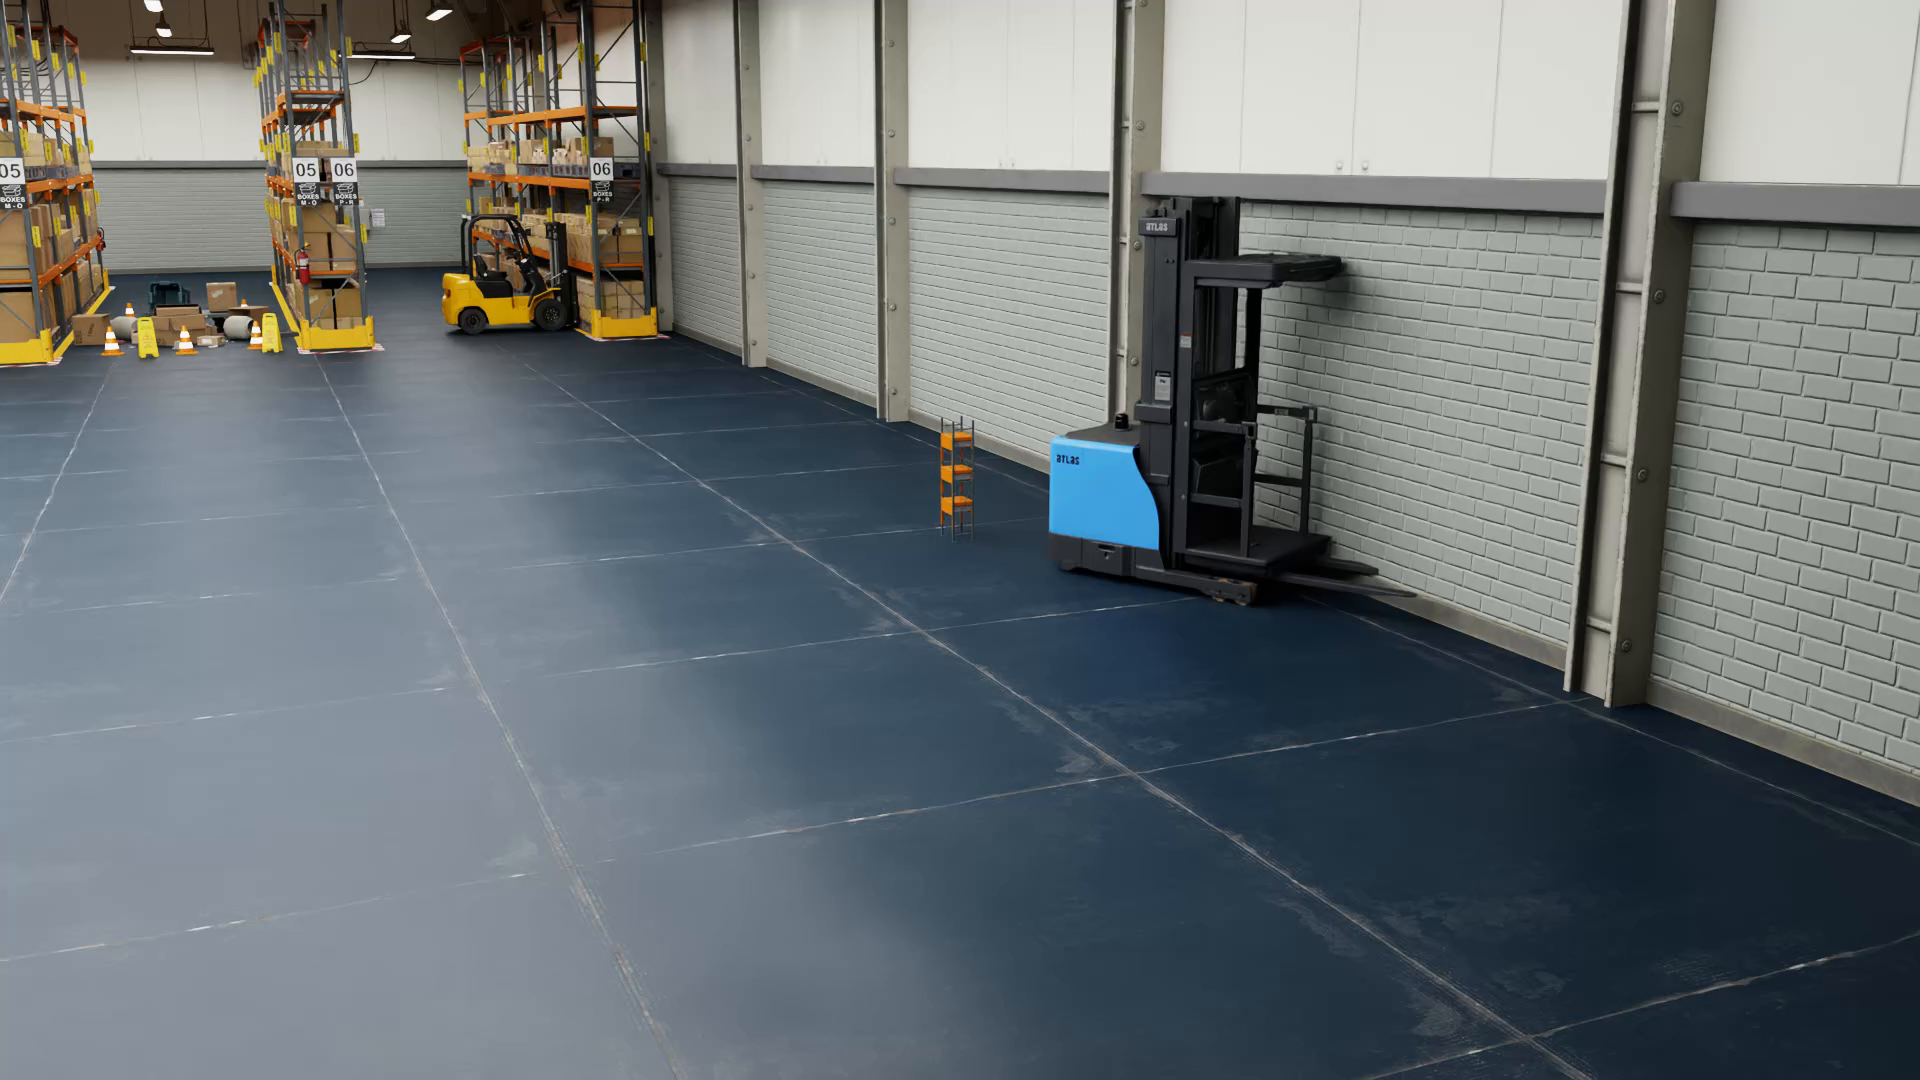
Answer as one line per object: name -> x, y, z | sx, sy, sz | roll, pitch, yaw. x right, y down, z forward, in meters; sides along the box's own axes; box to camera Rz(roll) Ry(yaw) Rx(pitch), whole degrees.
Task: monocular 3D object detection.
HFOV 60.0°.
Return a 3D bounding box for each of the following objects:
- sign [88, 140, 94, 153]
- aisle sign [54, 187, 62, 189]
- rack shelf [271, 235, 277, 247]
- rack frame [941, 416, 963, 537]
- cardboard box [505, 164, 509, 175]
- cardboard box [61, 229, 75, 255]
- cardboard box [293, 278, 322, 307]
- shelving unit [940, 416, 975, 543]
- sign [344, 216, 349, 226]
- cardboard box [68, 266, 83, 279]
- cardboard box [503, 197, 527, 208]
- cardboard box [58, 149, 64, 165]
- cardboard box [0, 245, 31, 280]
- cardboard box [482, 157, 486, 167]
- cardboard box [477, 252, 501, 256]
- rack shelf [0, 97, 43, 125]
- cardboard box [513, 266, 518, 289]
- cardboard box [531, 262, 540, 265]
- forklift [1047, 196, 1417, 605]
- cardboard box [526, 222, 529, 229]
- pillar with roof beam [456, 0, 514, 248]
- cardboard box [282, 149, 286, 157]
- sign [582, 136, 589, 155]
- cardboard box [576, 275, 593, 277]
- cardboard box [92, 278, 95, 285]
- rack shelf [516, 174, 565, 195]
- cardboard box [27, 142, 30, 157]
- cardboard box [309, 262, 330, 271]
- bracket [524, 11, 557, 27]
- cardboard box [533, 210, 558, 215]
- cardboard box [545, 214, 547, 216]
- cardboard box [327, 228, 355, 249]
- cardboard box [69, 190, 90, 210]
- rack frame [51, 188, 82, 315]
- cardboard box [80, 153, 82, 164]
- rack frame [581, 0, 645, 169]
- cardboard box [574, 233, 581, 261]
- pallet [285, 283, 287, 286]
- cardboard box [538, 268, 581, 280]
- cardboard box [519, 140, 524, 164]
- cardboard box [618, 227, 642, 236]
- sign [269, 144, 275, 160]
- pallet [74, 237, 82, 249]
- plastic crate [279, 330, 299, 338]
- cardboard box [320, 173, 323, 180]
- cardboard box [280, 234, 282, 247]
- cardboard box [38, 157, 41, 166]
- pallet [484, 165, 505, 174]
sign -> -21.122, -9.566, 40.432 | 0.100, 0.325, 0.005 | -6, 14, -23
aisle sign -> -21.942, -8.882, 40.327 | 0.394, 0.787, 0.004 | -6, 14, -23
rack shelf -> -16.342, -7.331, 40.989 | 1.077, 0.370, 4.000 | -6, 14, -23
rack frame -> -0.070, -0.548, 14.408 | 0.200, 1.050, 0.008 | -6, 14, -23
cardboard box -> -10.223, -8.571, 38.430 | 0.500, 0.250, 0.500 | -6, 14, -23
cardboard box -> -18.007, -5.954, 33.222 | 0.500, 0.500, 0.500 | -6, 14, -23
cardboard box -> -12.347, -4.700, 31.528 | 0.500, 0.500, 0.500 | -5, 14, -20
shelving unit -> -0.021, -0.523, 14.299 | 0.215, 1.050, 0.252 | -6, 14, -23
sign -> -11.842, -6.088, 32.103 | 0.100, 0.325, 0.005 | -6, 14, -23
cardboard box -> -18.691, -5.595, 34.843 | 0.500, 0.250, 0.500 | -6, 14, -24
cardboard box -> -11.347, -8.487, 42.395 | 0.500, 0.500, 0.500 | -6, 14, -25
cardboard box -> -17.740, -7.457, 32.327 | 0.500, 0.311, 0.500 | -6, 14, -23
cardboard box -> -15.419, -4.467, 26.686 | 0.875, 0.550, 0.550 | -6, 14, -23
cardboard box -> -11.635, -9.434, 41.501 | 0.500, 0.250, 0.500 | -6, 14, -25
cardboard box -> -12.439, -7.398, 44.285 | 0.797, 0.503, 0.637 | -6, 14, -25
rack shelf -> -16.030, -7.112, 27.624 | 1.077, 0.370, 4.000 | -6, 14, -23
cardboard box -> -10.161, -6.158, 38.938 | 0.500, 0.500, 0.500 | -5, 14, -21
cardboard box -> -9.822, -6.273, 37.996 | 0.380, 0.149, 0.250 | -6, 14, -26
forklift -> 2.181, -1.080, 12.535 | 3.031, 2.935, 1.130 | 10, 16, 36
cardboard box -> -9.239, -6.844, 36.514 | 0.500, 0.250, 0.500 | -5, 14, -21
pillar with roof beam -> -16.795, -11.716, 45.036 | 9.100, 9.000, 0.548 | -6, 14, -23
cardboard box -> -12.200, -7.086, 30.468 | 0.380, 0.149, 0.250 | -6, 14, -23
sign -> -6.690, -7.046, 29.723 | 0.100, 0.325, 0.005 | -6, 14, -23
cardboard box -> -7.275, -4.971, 32.146 | 0.500, 0.250, 0.500 | -6, 14, -24
cardboard box -> -19.888, -5.865, 37.790 | 0.380, 0.149, 0.250 | -5, 14, -20
rack shelf -> -8.591, -7.589, 35.450 | 1.077, 0.370, 4.000 | -6, 14, -23
cardboard box -> -15.392, -6.336, 26.959 | 0.500, 0.250, 0.500 | -6, 14, -24
cardboard box -> -11.080, -4.725, 28.690 | 0.380, 0.149, 0.250 | -5, 14, -21
bracket -> -9.568, -11.966, 38.130 | 0.076, 0.066, 4.783 | -6, 14, -23
cardboard box -> -9.455, -7.265, 37.955 | 0.500, 0.500, 0.500 | -5, 14, -20
cardboard box -> -9.076, -7.207, 37.197 | 0.380, 0.149, 0.250 | -5, 14, -21
cardboard box -> -11.085, -5.318, 29.813 | 0.500, 0.500, 0.500 | -6, 14, -24
cardboard box -> -20.389, -7.809, 38.360 | 0.500, 0.500, 0.500 | -5, 14, -22
rack frame -> -18.434, -5.974, 33.530 | 1.000, 3.000, 0.127 | -6, 14, -23
cardboard box -> -20.204, -8.657, 37.693 | 0.500, 0.250, 0.500 | -6, 14, -23
rack frame -> -6.187, -8.161, 29.675 | 1.000, 3.000, 0.127 | -6, 14, -23
cardboard box -> -7.030, -5.579, 31.601 | 0.500, 0.500, 0.500 | -6, 14, -24
pallet -> -15.774, -6.074, 40.147 | 1.003, 0.211, 1.213 | -6, 14, -23
cardboard box -> -8.616, -5.535, 35.970 | 0.875, 0.625, 0.625 | -6, 14, -25
cardboard box -> -9.325, -8.483, 36.343 | 0.500, 0.500, 0.500 | -5, 14, -22
cardboard box -> -6.086, -5.697, 30.671 | 0.380, 0.149, 0.250 | -6, 14, -24
sign -> -14.450, -8.146, 34.937 | 0.100, 0.325, 0.005 | -6, 14, -23
pallet -> -19.264, -6.286, 35.303 | 1.003, 0.211, 1.213 | -6, 14, -23
plastic crate -> -12.459, -3.795, 30.589 | 0.402, 0.080, 0.583 | -12, 18, -42
cardboard box -> -11.399, -6.589, 30.092 | 0.380, 0.149, 0.250 | -6, 14, -23
cardboard box -> -14.598, -6.554, 36.369 | 0.500, 0.250, 0.500 | -5, 14, -22
cardboard box -> -15.986, -6.484, 28.484 | 0.380, 0.149, 0.250 | -5, 14, -22
pallet -> -10.797, -8.946, 40.137 | 1.213, 0.211, 1.003 | -6, 14, -23
